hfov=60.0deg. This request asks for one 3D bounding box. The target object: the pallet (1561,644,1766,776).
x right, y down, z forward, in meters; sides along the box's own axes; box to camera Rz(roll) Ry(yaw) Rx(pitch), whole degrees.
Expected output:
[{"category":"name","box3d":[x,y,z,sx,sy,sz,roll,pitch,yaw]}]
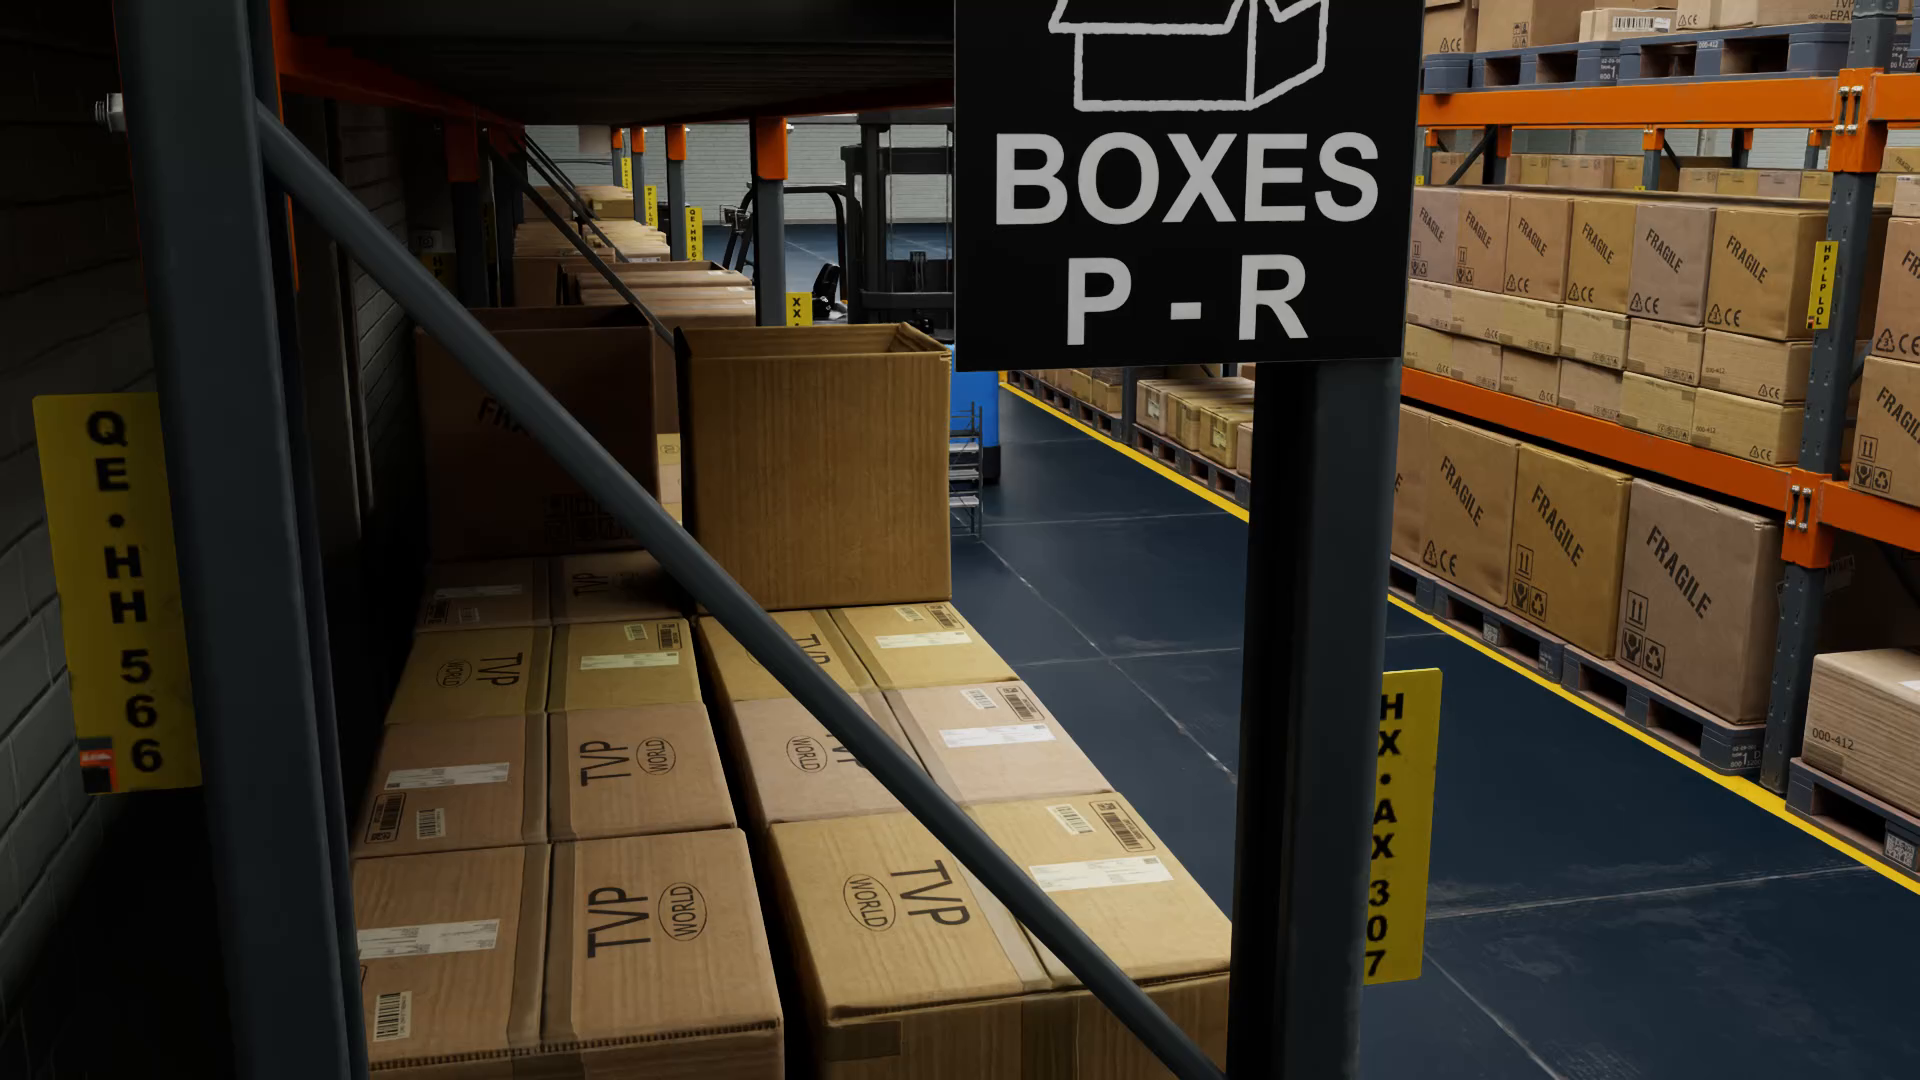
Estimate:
[{"category":"pallet","box3d":[3.516,0.715,7.555,1.003,0.211,1.213,-3,14,-13]}]

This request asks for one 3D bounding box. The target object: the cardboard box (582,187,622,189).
[{"category":"cardboard box","box3d":[-3.407,-3.280,15.827,0.380,0.149,0.250,-3,14,-12]}]

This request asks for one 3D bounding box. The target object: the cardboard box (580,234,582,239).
[{"category":"cardboard box","box3d":[-2.783,-2.199,13.397,0.500,0.500,0.500,-4,14,-15]}]

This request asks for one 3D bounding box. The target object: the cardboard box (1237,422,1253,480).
[{"category":"cardboard box","box3d":[2.527,-0.617,11.782,0.950,0.372,0.625,-4,14,-14]}]

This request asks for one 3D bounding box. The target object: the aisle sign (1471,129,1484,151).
[{"category":"aisle sign","box3d":[6.015,-4.829,18.895,0.394,0.787,0.004,-3,14,-13]}]

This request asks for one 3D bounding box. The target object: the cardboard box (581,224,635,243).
[{"category":"cardboard box","box3d":[-2.552,-2.213,12.087,0.380,0.149,0.250,-3,14,-13]}]

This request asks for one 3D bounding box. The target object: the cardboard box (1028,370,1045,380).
[{"category":"cardboard box","box3d":[0.985,-1.783,16.812,0.500,0.250,0.500,-3,14,-11]}]

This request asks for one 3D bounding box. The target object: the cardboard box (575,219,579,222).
[{"category":"cardboard box","box3d":[-3.388,-2.786,15.799,0.500,0.500,0.500,-3,14,-11]}]

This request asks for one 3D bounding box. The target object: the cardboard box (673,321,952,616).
[{"category":"cardboard box","box3d":[-0.312,-0.167,3.399,0.500,0.500,0.500,-3,14,-12]}]

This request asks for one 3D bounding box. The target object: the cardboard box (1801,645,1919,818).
[{"category":"cardboard box","box3d":[3.813,0.726,6.149,0.875,0.438,0.875,-3,14,-14]}]

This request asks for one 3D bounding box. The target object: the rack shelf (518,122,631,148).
[{"category":"rack shelf","box3d":[-3.402,-3.603,14.549,1.077,0.370,4.000,-3,14,-13]}]

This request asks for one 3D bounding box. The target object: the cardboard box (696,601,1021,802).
[{"category":"cardboard box","box3d":[-0.200,0.310,3.026,0.500,0.250,0.500,-4,14,-14]}]

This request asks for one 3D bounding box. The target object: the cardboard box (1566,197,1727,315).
[{"category":"cardboard box","box3d":[3.193,-1.326,7.717,0.500,0.500,0.500,-3,14,-11]}]

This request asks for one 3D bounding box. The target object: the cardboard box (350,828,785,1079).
[{"category":"cardboard box","box3d":[-0.480,0.572,1.956,0.500,0.250,0.500,-3,14,-12]}]

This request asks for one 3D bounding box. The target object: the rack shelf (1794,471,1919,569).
[{"category":"rack shelf","box3d":[4.240,0.345,4.709,1.077,0.370,4.000,-3,14,-13]}]

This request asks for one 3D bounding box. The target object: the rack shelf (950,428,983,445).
[{"category":"rack shelf","box3d":[0.002,-0.665,10.756,0.258,0.077,0.200,-3,14,-13]}]

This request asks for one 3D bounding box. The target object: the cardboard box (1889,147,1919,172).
[{"category":"cardboard box","box3d":[10.679,-4.092,18.412,0.500,0.500,0.500,-3,14,-13]}]

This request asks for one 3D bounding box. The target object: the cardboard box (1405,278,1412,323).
[{"category":"cardboard box","box3d":[2.710,-1.428,9.713,0.500,0.250,0.500,-3,14,-14]}]

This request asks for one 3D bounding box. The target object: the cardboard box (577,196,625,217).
[{"category":"cardboard box","box3d":[-2.885,-2.686,13.398,0.380,0.149,0.250,-3,14,-12]}]

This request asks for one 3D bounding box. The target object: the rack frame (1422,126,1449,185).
[{"category":"rack frame","box3d":[5.740,-3.533,19.068,1.000,3.000,0.127,-3,14,-13]}]

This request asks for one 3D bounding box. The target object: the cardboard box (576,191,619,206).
[{"category":"cardboard box","box3d":[-3.174,-2.981,14.605,0.380,0.149,0.250,-3,14,-13]}]

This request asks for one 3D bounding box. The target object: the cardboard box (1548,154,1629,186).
[{"category":"cardboard box","box3d":[6.391,-3.547,16.536,0.875,0.550,0.550,-3,14,-13]}]

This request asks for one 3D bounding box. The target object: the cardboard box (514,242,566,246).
[{"category":"cardboard box","box3d":[-2.563,-1.708,10.022,0.380,0.149,0.250,-4,14,-14]}]

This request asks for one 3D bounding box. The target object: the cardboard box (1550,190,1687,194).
[{"category":"cardboard box","box3d":[3.445,-1.585,8.777,0.500,0.500,0.500,-3,14,-13]}]

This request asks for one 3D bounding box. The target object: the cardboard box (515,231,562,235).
[{"category":"cardboard box","box3d":[-2.810,-2.007,11.245,0.380,0.149,0.250,-3,14,-14]}]

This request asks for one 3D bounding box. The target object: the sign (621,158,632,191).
[{"category":"sign","box3d":[-3.341,-3.661,16.653,0.100,0.325,0.005,-3,14,-13]}]

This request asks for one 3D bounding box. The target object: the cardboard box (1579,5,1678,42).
[{"category":"cardboard box","box3d":[3.180,-2.441,7.886,0.380,0.166,0.250,-2,14,-8]}]

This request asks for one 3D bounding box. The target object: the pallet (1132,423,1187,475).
[{"category":"pallet","box3d":[2.076,-0.777,13.663,1.003,0.211,1.213,-3,14,-13]}]

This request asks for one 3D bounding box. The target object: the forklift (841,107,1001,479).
[{"category":"forklift","box3d":[-0.391,-2.160,13.594,1.130,2.935,3.031,-2,14,-7]}]

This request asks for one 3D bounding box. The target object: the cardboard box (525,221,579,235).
[{"category":"cardboard box","box3d":[-3.058,-2.304,12.461,0.380,0.149,0.250,-4,14,-14]}]

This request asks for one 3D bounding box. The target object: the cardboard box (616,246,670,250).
[{"category":"cardboard box","box3d":[-1.846,-1.626,9.685,0.380,0.149,0.250,-3,14,-12]}]

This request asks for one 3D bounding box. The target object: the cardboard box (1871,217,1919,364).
[{"category":"cardboard box","box3d":[3.647,-0.877,5.877,0.500,0.500,0.500,-3,14,-13]}]

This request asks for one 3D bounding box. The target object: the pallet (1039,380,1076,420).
[{"category":"pallet","box3d":[1.409,-1.392,16.178,1.003,0.211,1.213,-3,14,-13]}]

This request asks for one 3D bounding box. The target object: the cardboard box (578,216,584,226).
[{"category":"cardboard box","box3d":[-3.222,-2.899,14.893,0.380,0.149,0.250,-3,14,-14]}]

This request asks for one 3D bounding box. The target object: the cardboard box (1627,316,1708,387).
[{"category":"cardboard box","box3d":[3.306,-0.839,7.302,0.500,0.250,0.500,-3,14,-12]}]

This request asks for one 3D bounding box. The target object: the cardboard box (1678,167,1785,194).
[{"category":"cardboard box","box3d":[6.802,-3.030,14.693,0.700,0.500,0.500,-4,14,-14]}]

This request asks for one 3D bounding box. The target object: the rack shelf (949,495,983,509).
[{"category":"rack shelf","box3d":[0.002,-0.228,10.863,0.258,0.077,0.200,-3,14,-13]}]

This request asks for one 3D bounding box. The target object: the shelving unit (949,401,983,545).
[{"category":"shelving unit","box3d":[0.002,-0.435,10.813,0.258,0.900,0.210,-3,14,-13]}]

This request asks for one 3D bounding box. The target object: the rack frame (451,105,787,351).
[{"category":"rack frame","box3d":[-1.054,-0.188,5.377,1.000,3.000,0.127,-3,14,-13]}]

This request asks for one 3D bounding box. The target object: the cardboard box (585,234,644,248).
[{"category":"cardboard box","box3d":[-2.250,-1.916,10.873,0.380,0.149,0.250,-3,14,-13]}]

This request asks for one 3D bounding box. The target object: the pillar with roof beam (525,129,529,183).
[{"category":"pillar with roof beam","box3d":[-7.446,-12.821,44.443,9.100,9.000,0.548,-3,14,-13]}]

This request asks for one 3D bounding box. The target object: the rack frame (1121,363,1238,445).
[{"category":"rack frame","box3d":[1.891,-2.311,14.067,1.000,3.000,0.127,-3,14,-13]}]

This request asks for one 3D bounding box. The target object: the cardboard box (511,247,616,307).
[{"category":"cardboard box","box3d":[-2.024,-1.236,8.570,0.500,0.500,0.500,-3,14,-11]}]

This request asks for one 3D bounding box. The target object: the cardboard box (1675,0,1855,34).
[{"category":"cardboard box","box3d":[3.359,-2.275,6.902,0.500,0.311,0.500,-3,14,-13]}]

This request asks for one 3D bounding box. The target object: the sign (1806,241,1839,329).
[{"category":"sign","box3d":[3.245,-0.957,6.252,0.100,0.325,0.005,-3,14,-13]}]

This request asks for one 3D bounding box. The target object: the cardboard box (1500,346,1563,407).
[{"category":"cardboard box","box3d":[3.076,-0.836,8.345,0.500,0.250,0.500,-3,14,-13]}]

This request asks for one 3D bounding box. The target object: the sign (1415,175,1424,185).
[{"category":"sign","box3d":[5.199,-3.963,18.835,0.100,0.325,0.005,-3,14,-13]}]
